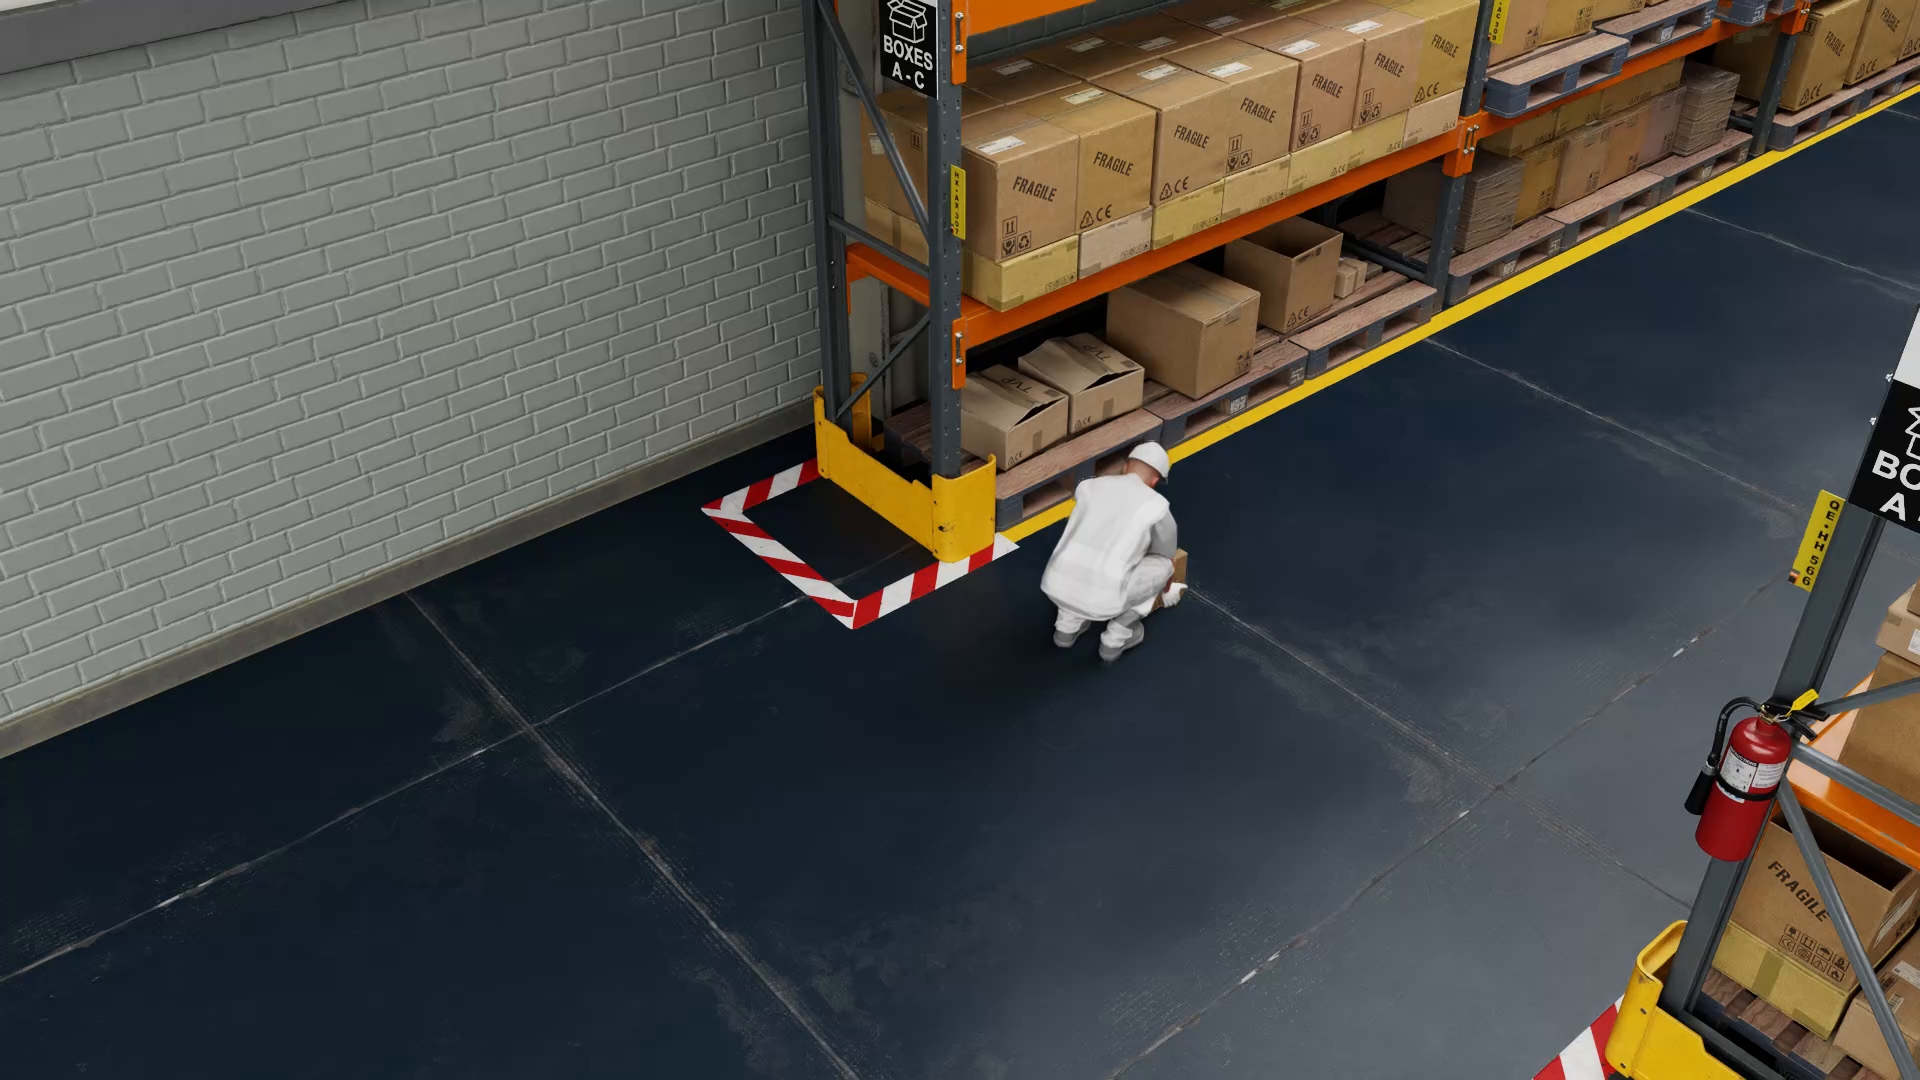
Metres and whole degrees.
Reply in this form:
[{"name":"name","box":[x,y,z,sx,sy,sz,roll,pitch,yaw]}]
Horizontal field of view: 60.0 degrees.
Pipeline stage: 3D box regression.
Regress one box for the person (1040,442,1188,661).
[{"name":"person","box":[0.725,0.082,7.795,0.551,0.877,0.908,23,42,29]}]
